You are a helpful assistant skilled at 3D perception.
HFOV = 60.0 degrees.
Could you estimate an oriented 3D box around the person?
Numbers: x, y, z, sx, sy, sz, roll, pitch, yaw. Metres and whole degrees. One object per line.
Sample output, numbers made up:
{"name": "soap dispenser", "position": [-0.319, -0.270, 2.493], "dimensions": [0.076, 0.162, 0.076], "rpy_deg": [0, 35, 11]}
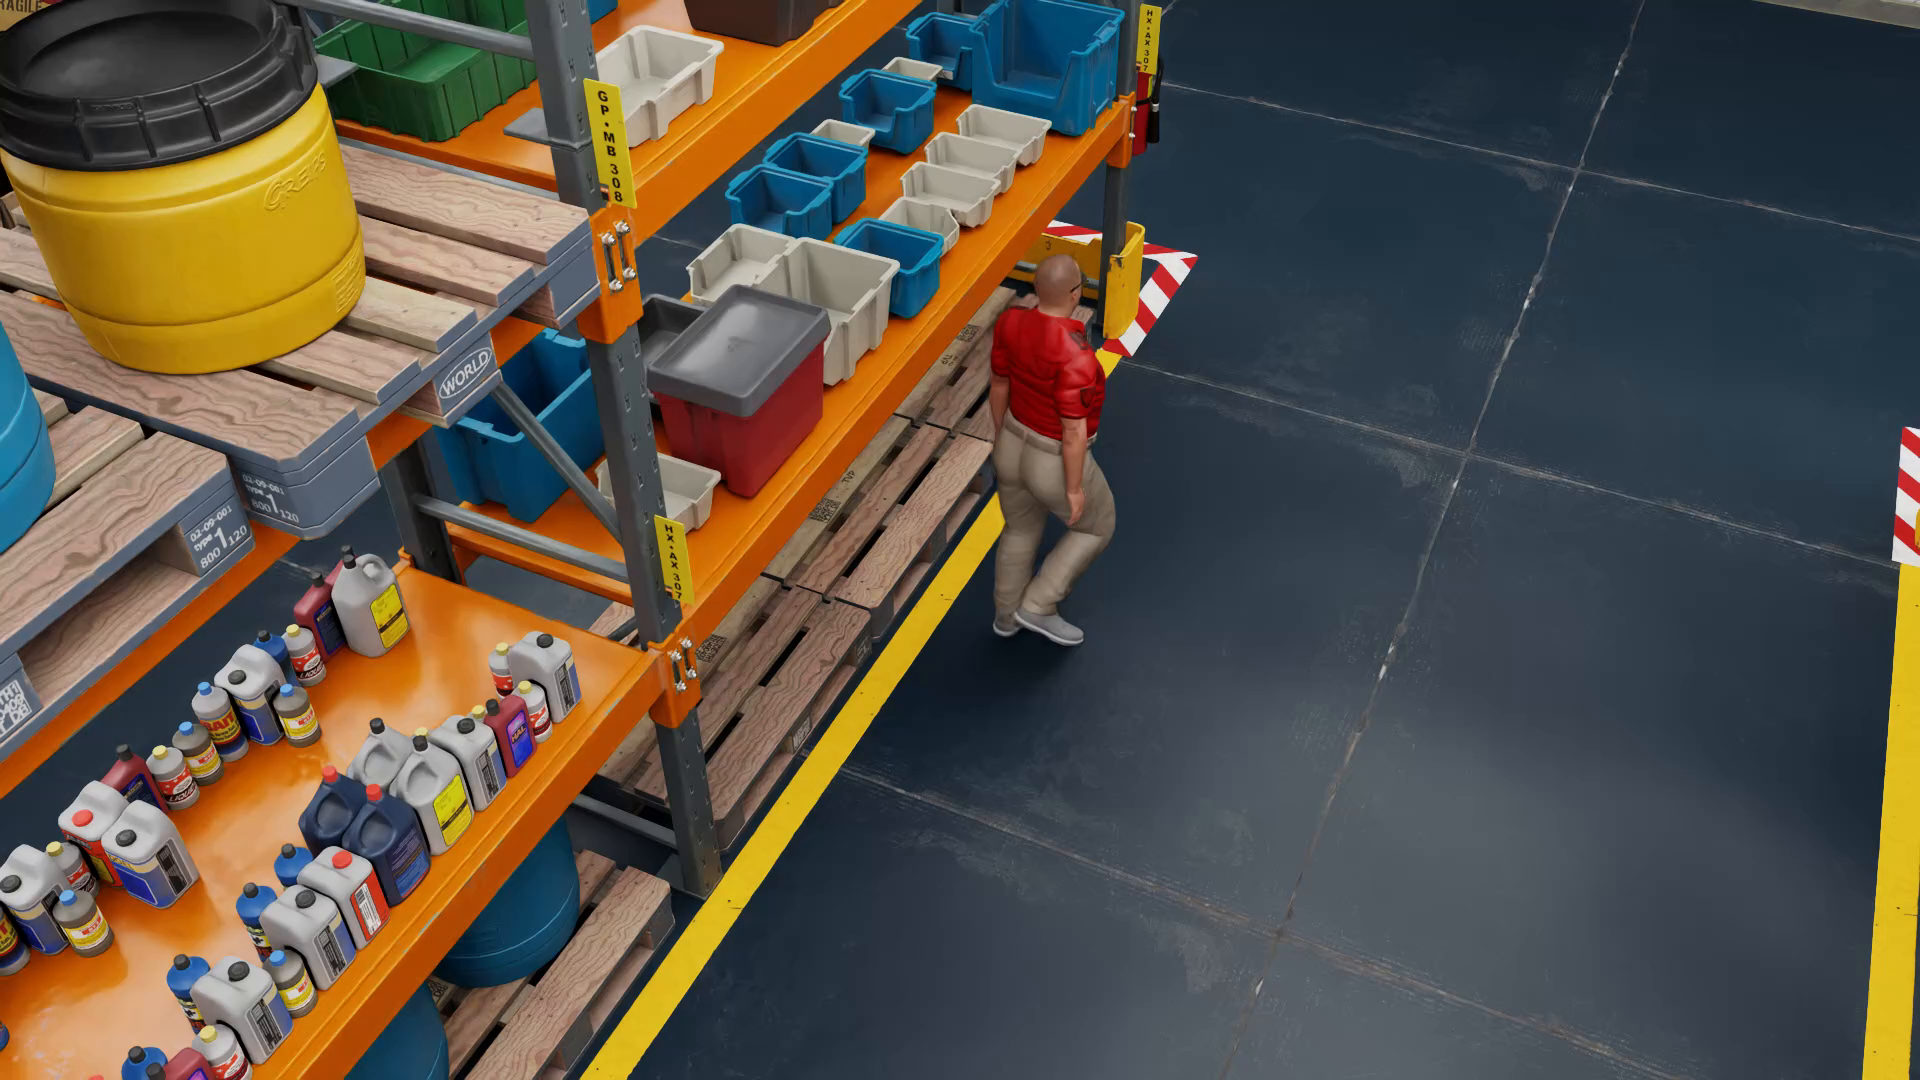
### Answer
{"name": "person", "position": [0.322, -0.318, 6.510], "dimensions": [0.478, 1.714, 0.584], "rpy_deg": [-33, 51, -31]}
